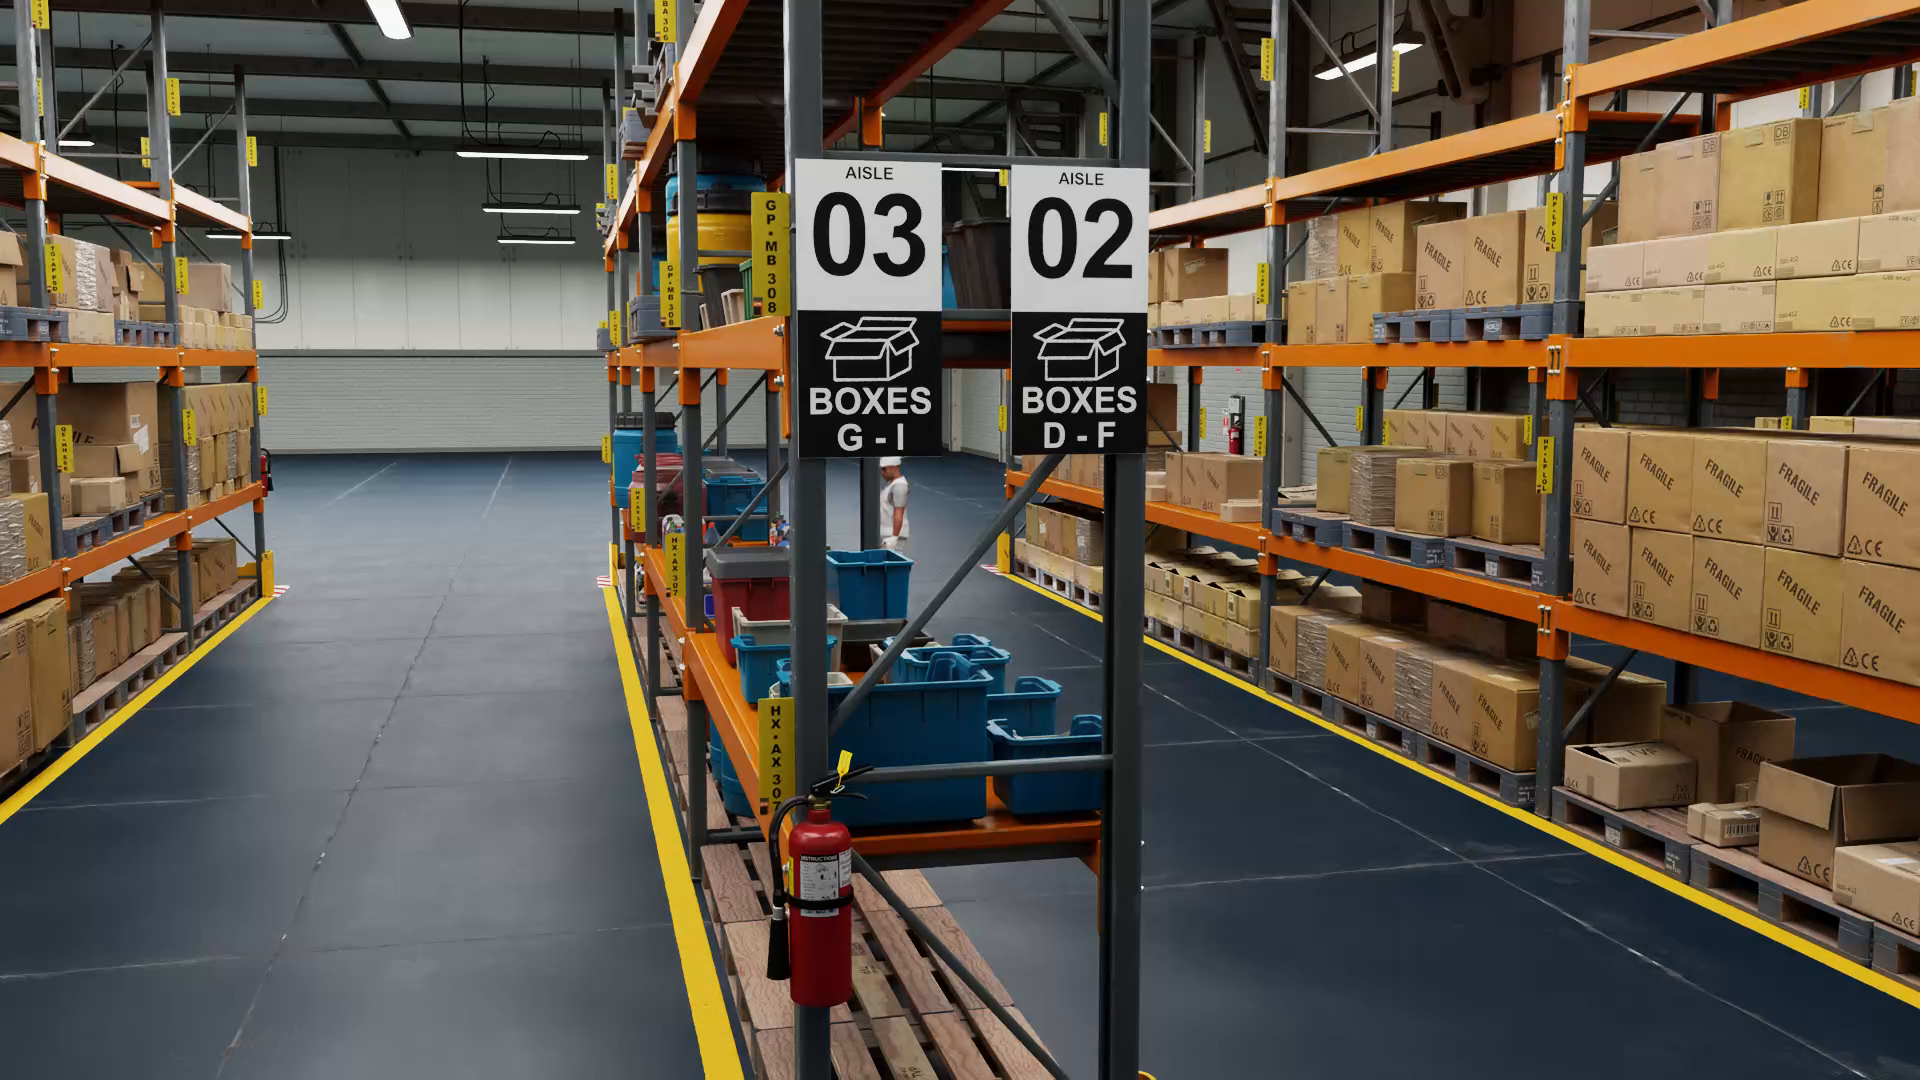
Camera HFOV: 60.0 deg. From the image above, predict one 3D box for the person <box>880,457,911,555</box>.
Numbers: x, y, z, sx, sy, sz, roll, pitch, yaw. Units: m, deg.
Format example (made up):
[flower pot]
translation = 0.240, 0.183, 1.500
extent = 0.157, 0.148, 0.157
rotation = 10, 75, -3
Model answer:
[person]
translation = -0.700, -0.005, 16.924
extent = 0.388, 1.767, 0.533
rotation = -1, 6, -13
